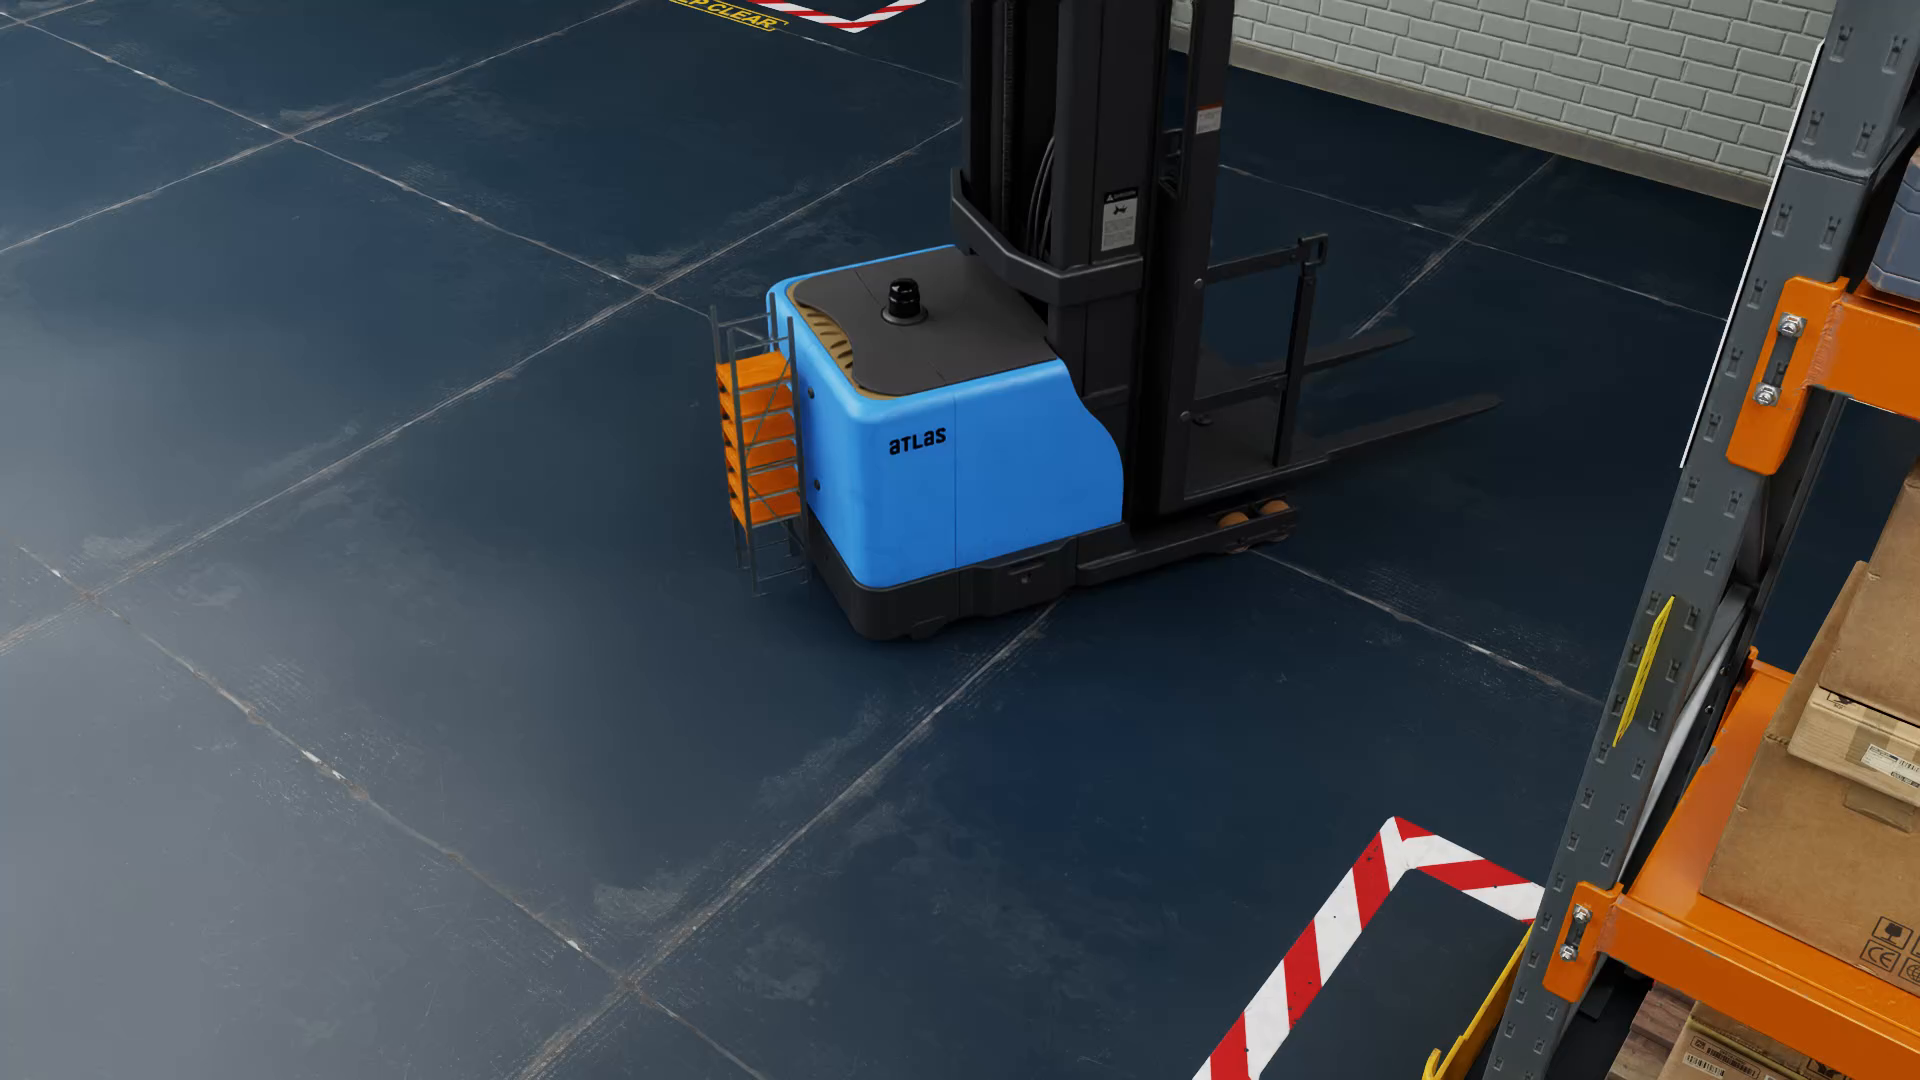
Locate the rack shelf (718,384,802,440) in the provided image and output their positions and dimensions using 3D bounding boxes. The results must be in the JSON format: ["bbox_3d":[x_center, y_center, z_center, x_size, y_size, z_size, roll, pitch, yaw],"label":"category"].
[{"bbox_3d":[-0.732,-0.484,6.078,0.258,0.103,0.180,-16,41,-19],"label":"rack shelf"}]

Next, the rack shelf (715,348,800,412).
[{"bbox_3d":[-0.732,-0.578,6.004,0.258,0.103,0.180,-16,41,-19],"label":"rack shelf"}]

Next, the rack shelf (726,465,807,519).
[{"bbox_3d":[-0.732,-0.200,6.299,0.258,0.103,0.180,-16,41,-19],"label":"rack shelf"}]

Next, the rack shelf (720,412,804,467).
[{"bbox_3d":[-0.732,-0.389,6.151,0.258,0.103,0.180,-16,41,-19],"label":"rack shelf"}]

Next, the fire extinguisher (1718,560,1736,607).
[{"bbox_3d":[1.853,0.119,4.227,0.183,0.674,0.296,25,45,29],"label":"fire extinguisher"}]

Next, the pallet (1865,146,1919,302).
[{"bbox_3d":[2.210,-0.508,2.604,1.213,0.211,1.003,25,45,29],"label":"pallet"}]

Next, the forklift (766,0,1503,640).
[{"bbox_3d":[0.819,-1.380,6.135,3.031,2.935,1.130,-15,41,-19],"label":"forklift"}]

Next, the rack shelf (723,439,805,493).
[{"bbox_3d":[-0.732,-0.295,6.225,0.258,0.103,0.180,-16,41,-19],"label":"rack shelf"}]

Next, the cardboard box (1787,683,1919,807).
[{"bbox_3d":[1.845,0.318,3.303,0.250,0.149,0.380,25,44,28],"label":"cardboard box"}]

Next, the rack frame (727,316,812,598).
[{"bbox_3d":[-0.693,-0.279,6.133,0.240,1.200,0.006,-16,41,-19],"label":"rack frame"}]

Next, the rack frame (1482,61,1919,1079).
[{"bbox_3d":[1.665,0.361,3.856,0.127,3.000,1.000,25,45,29],"label":"rack frame"}]

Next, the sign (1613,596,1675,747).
[{"bbox_3d":[1.323,0.258,3.221,0.005,0.325,0.100,25,45,29],"label":"sign"}]

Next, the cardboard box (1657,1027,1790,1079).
[{"bbox_3d":[1.955,1.588,4.179,0.500,0.250,0.500,25,45,29],"label":"cardboard box"}]

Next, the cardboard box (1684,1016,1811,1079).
[{"bbox_3d":[2.270,1.334,4.503,0.500,0.250,0.500,25,45,29],"label":"cardboard box"}]

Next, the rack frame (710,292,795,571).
[{"bbox_3d":[-0.771,-0.381,6.263,0.240,1.200,0.006,-16,41,-19],"label":"rack frame"}]

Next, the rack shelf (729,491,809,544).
[{"bbox_3d":[-0.732,-0.106,6.373,0.258,0.103,0.180,-16,41,-19],"label":"rack shelf"}]

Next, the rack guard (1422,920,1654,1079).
[{"bbox_3d":[1.645,1.336,4.638,0.348,0.500,1.175,25,45,29],"label":"rack guard"}]

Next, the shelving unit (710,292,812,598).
[{"bbox_3d":[-0.732,-0.330,6.198,0.258,1.200,0.189,-16,41,-19],"label":"shelving unit"}]

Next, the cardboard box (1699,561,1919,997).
[{"bbox_3d":[2.028,0.502,3.594,0.500,0.500,0.700,25,45,29],"label":"cardboard box"}]

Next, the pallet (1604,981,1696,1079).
[{"bbox_3d":[2.297,1.724,4.376,1.213,0.211,1.003,25,45,29],"label":"pallet"}]

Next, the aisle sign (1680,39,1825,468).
[{"bbox_3d":[1.426,-0.538,2.895,0.004,0.787,0.394,25,45,29],"label":"aisle sign"}]

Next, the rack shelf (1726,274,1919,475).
[{"bbox_3d":[3.253,0.212,2.197,4.000,0.370,1.077,25,45,29],"label":"rack shelf"}]

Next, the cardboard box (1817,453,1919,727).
[{"bbox_3d":[2.070,0.011,3.169,0.500,0.500,0.700,25,45,29],"label":"cardboard box"}]

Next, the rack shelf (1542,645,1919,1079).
[{"bbox_3d":[3.253,1.393,3.121,4.000,0.370,1.077,25,45,29],"label":"rack shelf"}]

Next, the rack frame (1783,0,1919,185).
[{"bbox_3d":[1.665,-2.002,2.007,0.127,3.000,1.000,25,45,29],"label":"rack frame"}]

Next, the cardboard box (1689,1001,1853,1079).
[{"bbox_3d":[2.271,1.038,4.273,0.500,0.500,0.500,25,45,29],"label":"cardboard box"}]
